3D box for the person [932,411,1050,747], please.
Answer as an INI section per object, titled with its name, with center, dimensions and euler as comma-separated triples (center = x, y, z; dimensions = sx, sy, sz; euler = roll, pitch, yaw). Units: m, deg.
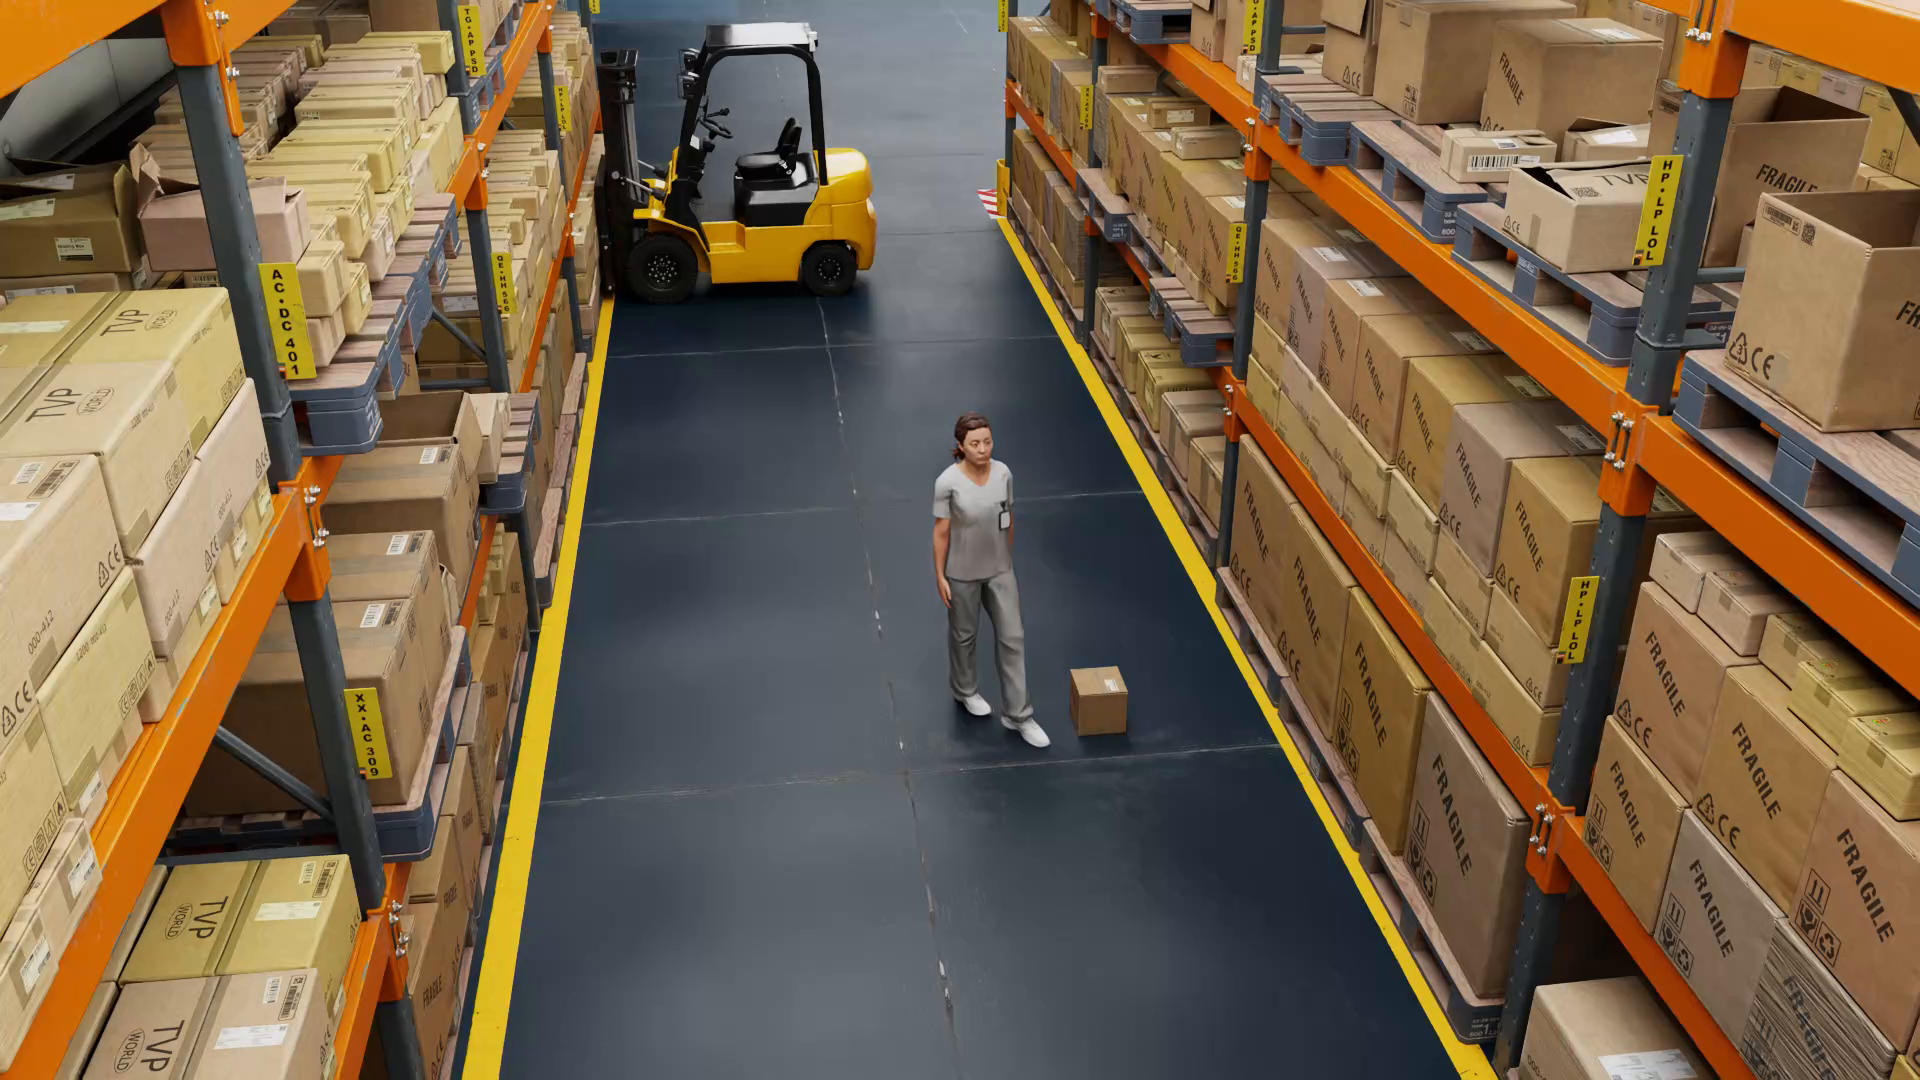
[person]
center = 0.132, 0.204, 8.215
dimensions = 0.484, 1.659, 0.658
euler = -9, 29, -17
